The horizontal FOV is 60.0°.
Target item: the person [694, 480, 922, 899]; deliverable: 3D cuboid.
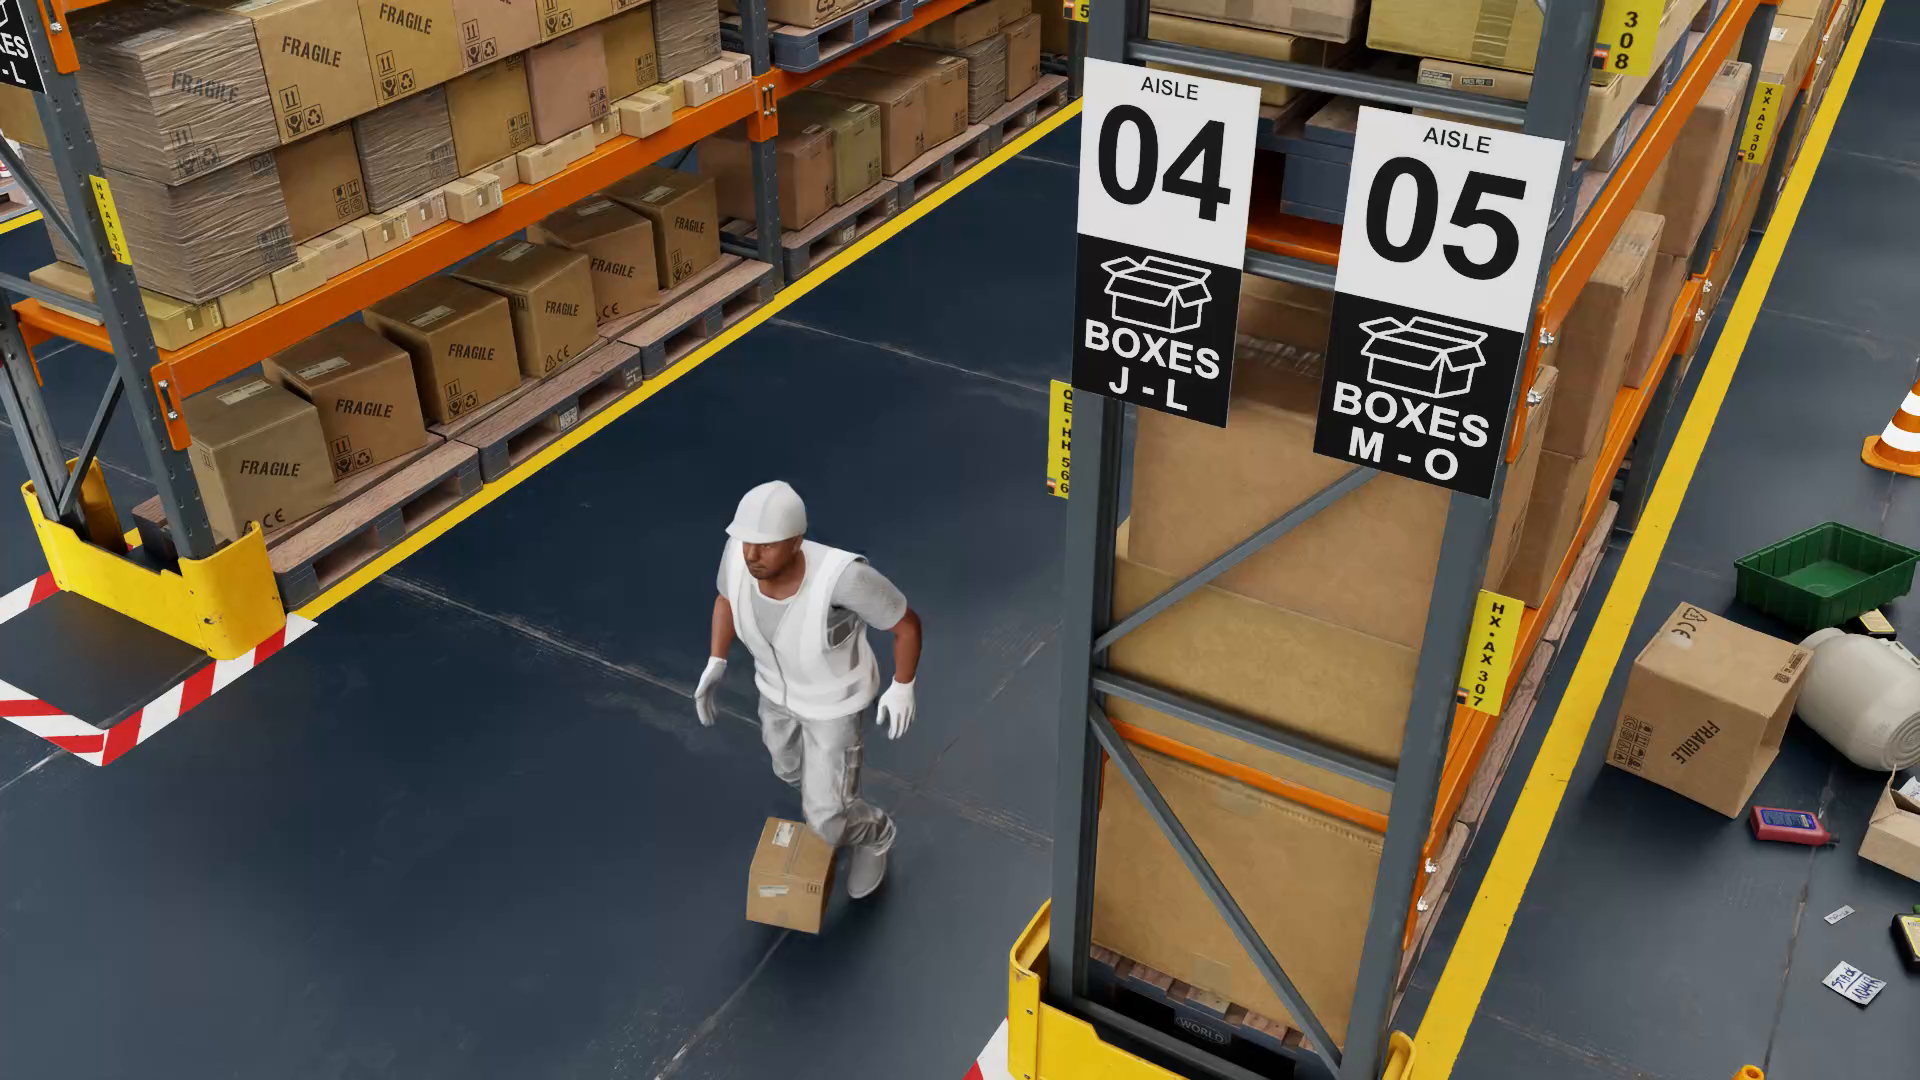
[{"bbox_3d":[-0.488,0.505,5.437,0.697,1.711,0.675,21,39,28],"label":"person"}]
